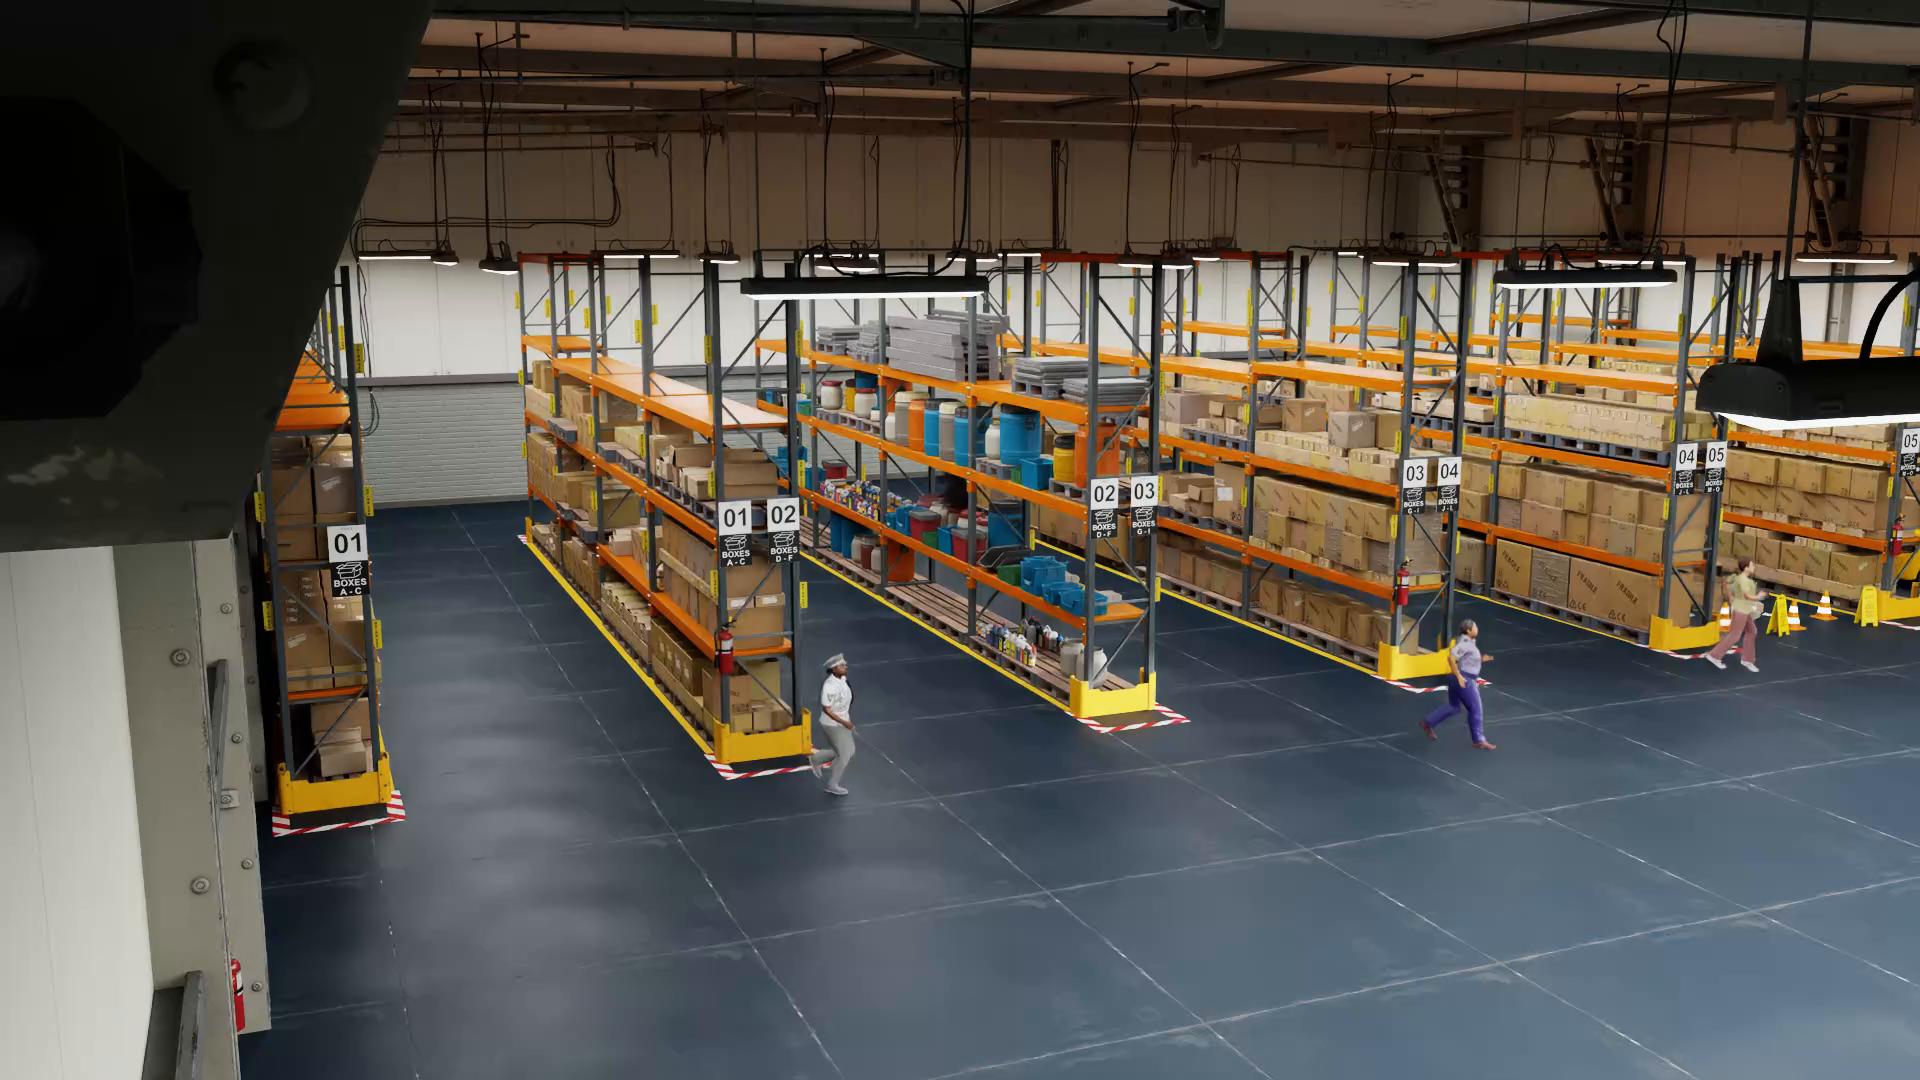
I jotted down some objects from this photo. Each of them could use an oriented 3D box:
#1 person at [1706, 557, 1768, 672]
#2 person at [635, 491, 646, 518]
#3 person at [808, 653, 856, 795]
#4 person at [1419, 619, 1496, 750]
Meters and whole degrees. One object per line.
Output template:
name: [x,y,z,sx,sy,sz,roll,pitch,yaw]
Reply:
person: [11.400,1.103,24.381,0.757,1.729,0.592,4,11,19]
person: [-6.848,-0.946,35.445,0.856,1.724,0.746,7,12,33]
person: [-1.458,2.088,19.063,0.623,1.661,0.591,2,11,13]
person: [6.217,1.775,20.653,0.936,1.638,0.605,1,10,8]
